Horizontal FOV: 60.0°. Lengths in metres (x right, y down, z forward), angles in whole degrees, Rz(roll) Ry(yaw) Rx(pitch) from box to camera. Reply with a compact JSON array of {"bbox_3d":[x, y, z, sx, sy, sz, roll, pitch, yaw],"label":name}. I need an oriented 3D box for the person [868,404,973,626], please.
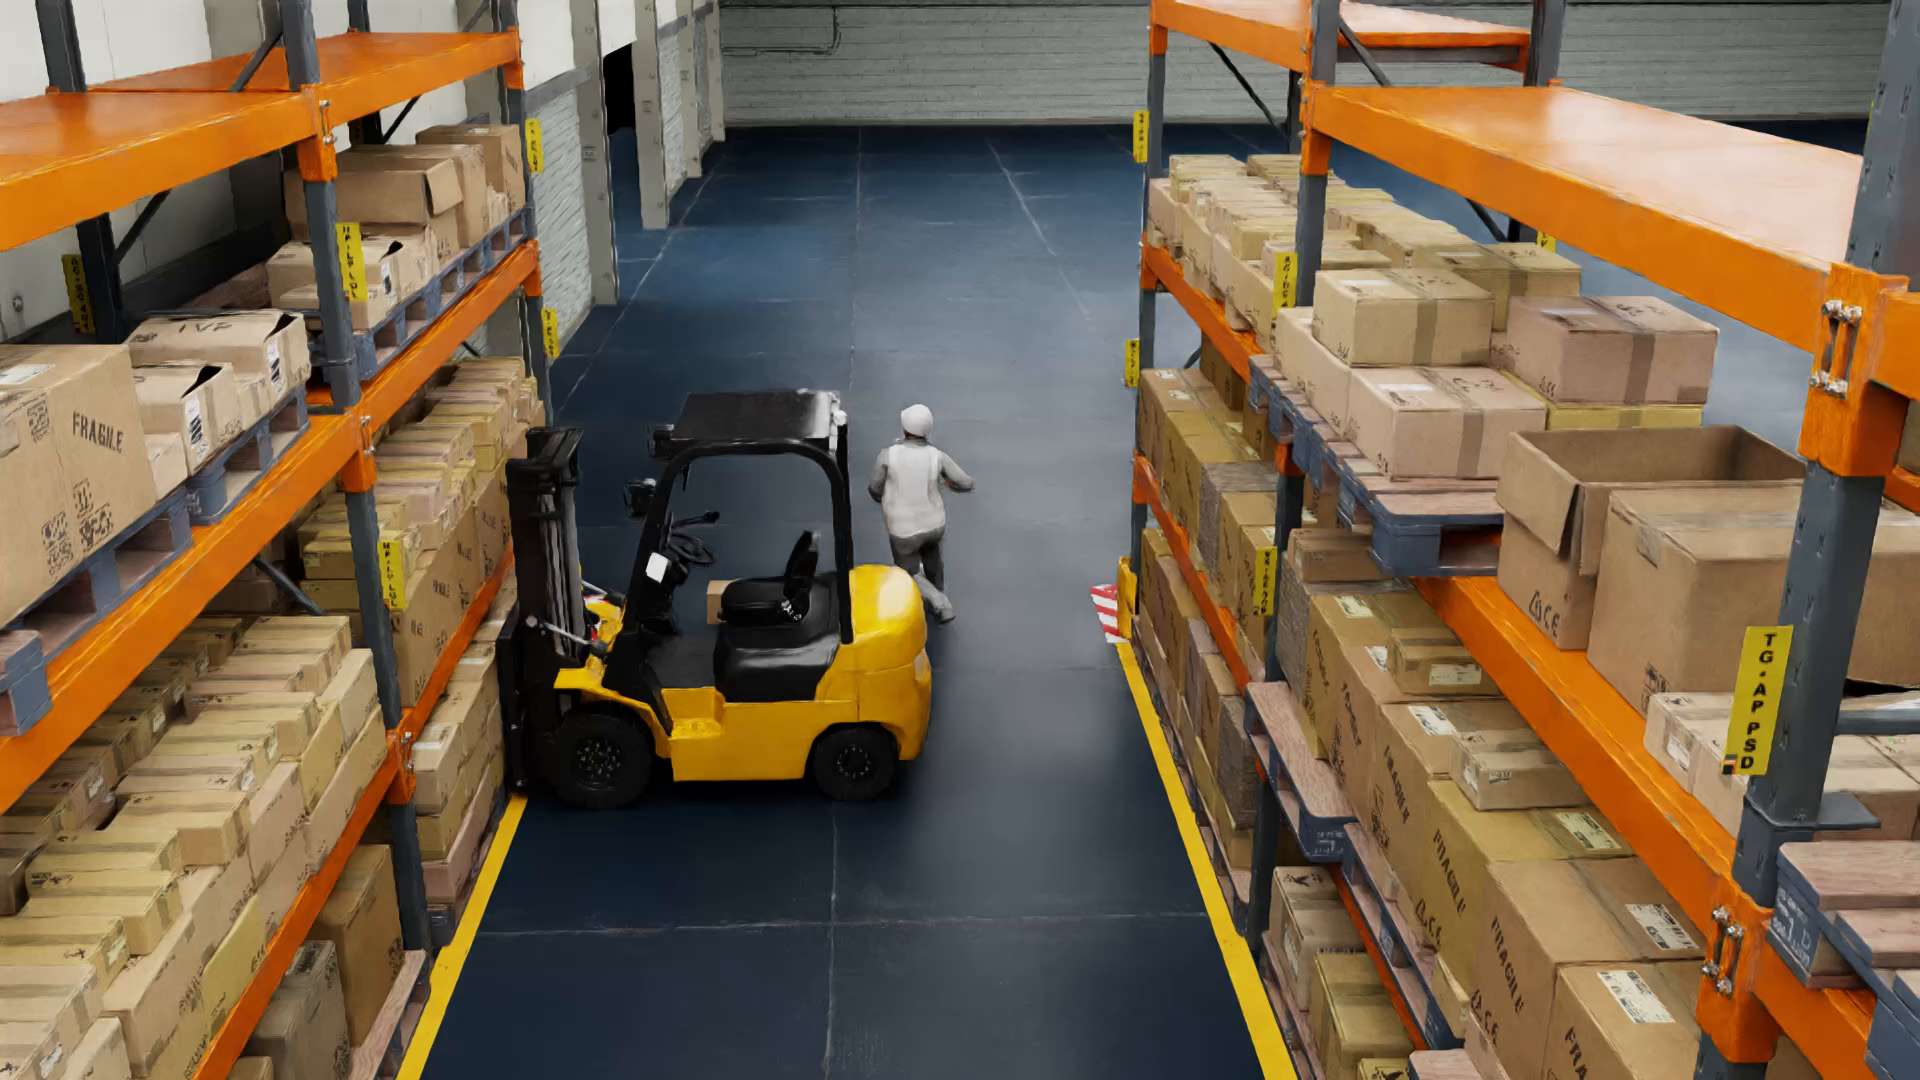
[{"bbox_3d":[-0.289,-0.180,11.726,0.727,1.633,0.937,-9,22,-24],"label":"person"}]
